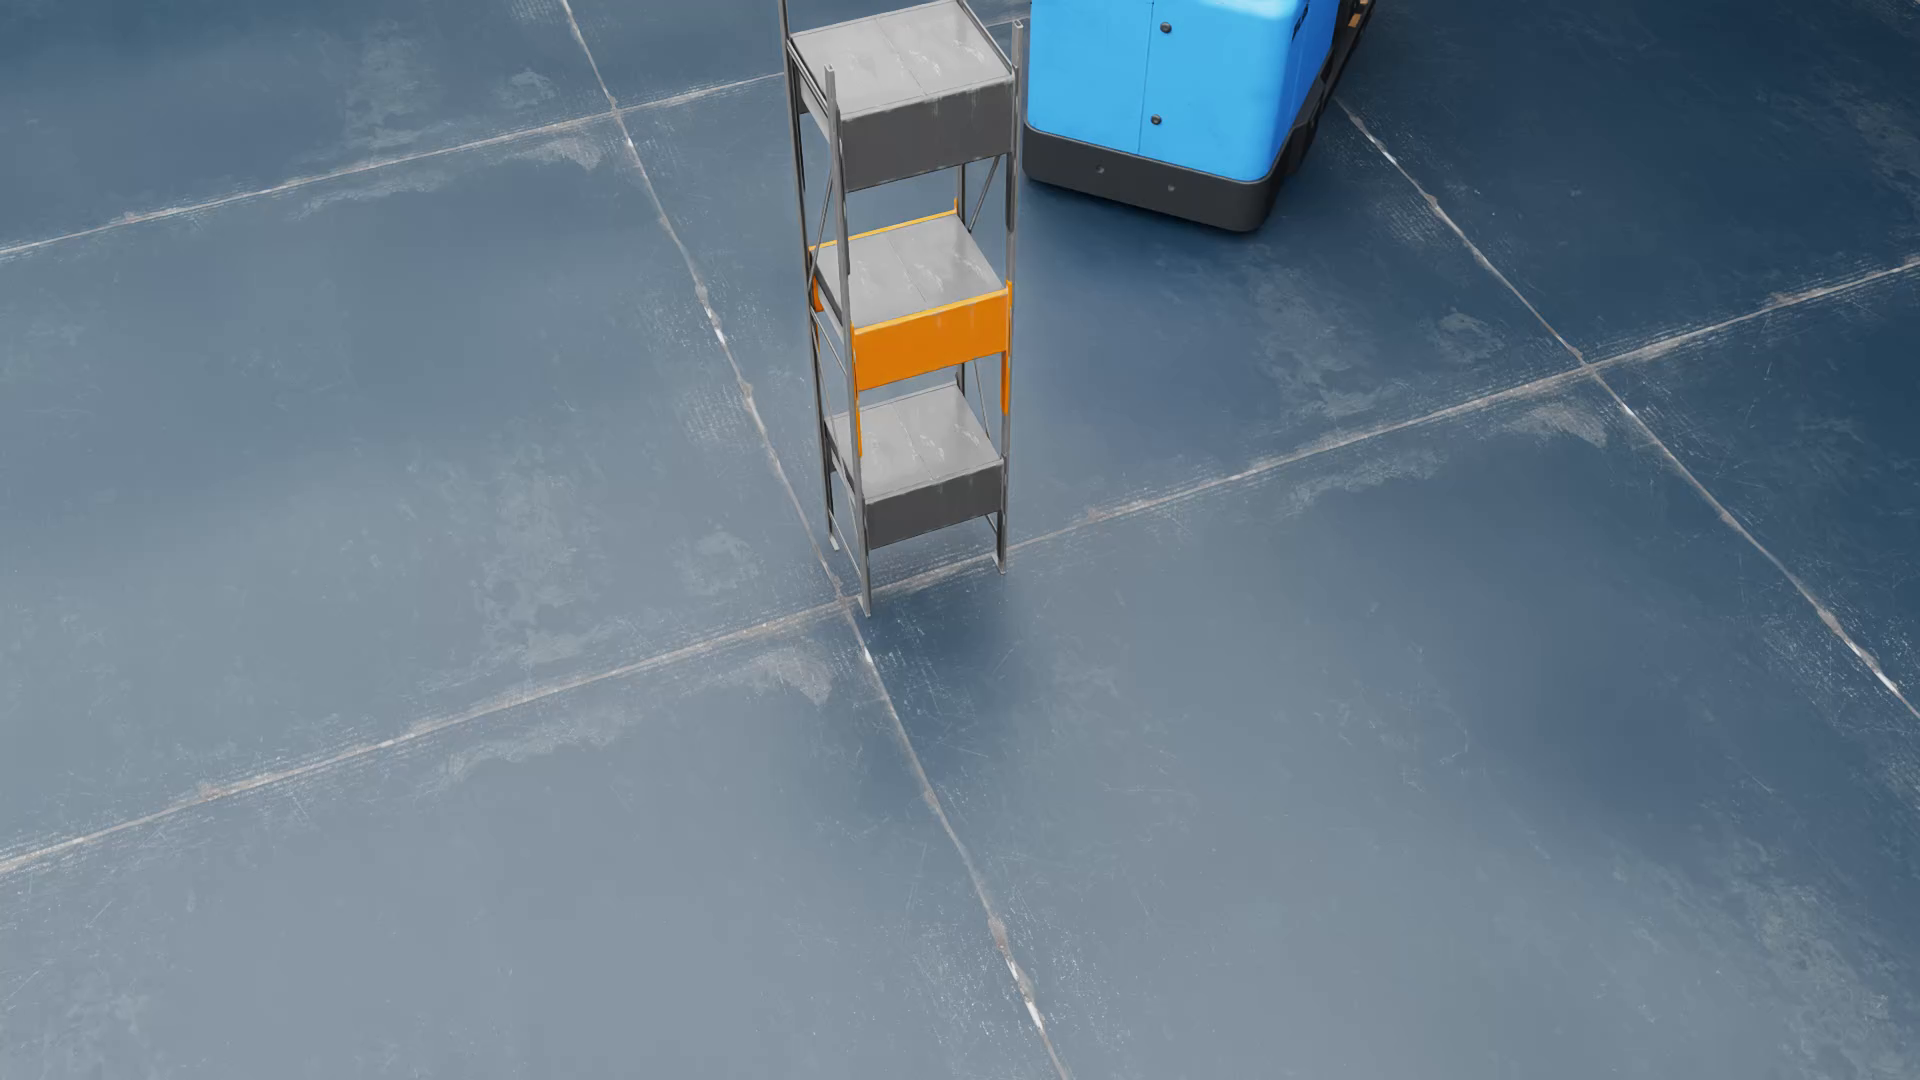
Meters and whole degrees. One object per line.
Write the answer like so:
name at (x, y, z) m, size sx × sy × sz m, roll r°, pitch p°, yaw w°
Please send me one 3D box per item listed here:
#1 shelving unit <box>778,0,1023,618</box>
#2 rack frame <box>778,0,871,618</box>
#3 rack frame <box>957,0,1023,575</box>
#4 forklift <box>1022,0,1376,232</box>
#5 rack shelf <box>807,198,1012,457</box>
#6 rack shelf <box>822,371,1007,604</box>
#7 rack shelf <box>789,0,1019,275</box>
shelving unit at (-0.153, -0.637, 4.913) m, size 0.503 × 2.100 × 0.431 m, roll -17°, pitch 52°, yaw -14°
rack frame at (-0.379, -0.567, 4.853) m, size 0.015 × 2.100 × 0.400 m, roll -17°, pitch 52°, yaw -14°
rack frame at (0.073, -0.707, 4.973) m, size 0.015 × 2.100 × 0.400 m, roll -17°, pitch 52°, yaw -14°
forklift at (1.303, -3.342, 6.688) m, size 1.130 × 2.935 × 3.031 m, roll 18°, pitch 52°, yaw 15°
rack shelf at (-0.153, -0.628, 4.923) m, size 0.480 × 0.518 × 0.431 m, roll -17°, pitch 52°, yaw -14°
rack shelf at (-0.153, -0.172, 5.454) m, size 0.480 × 0.518 × 0.431 m, roll -17°, pitch 52°, yaw -14°
rack shelf at (-0.153, -1.084, 4.392) m, size 0.480 × 0.518 × 0.431 m, roll -17°, pitch 52°, yaw -14°
